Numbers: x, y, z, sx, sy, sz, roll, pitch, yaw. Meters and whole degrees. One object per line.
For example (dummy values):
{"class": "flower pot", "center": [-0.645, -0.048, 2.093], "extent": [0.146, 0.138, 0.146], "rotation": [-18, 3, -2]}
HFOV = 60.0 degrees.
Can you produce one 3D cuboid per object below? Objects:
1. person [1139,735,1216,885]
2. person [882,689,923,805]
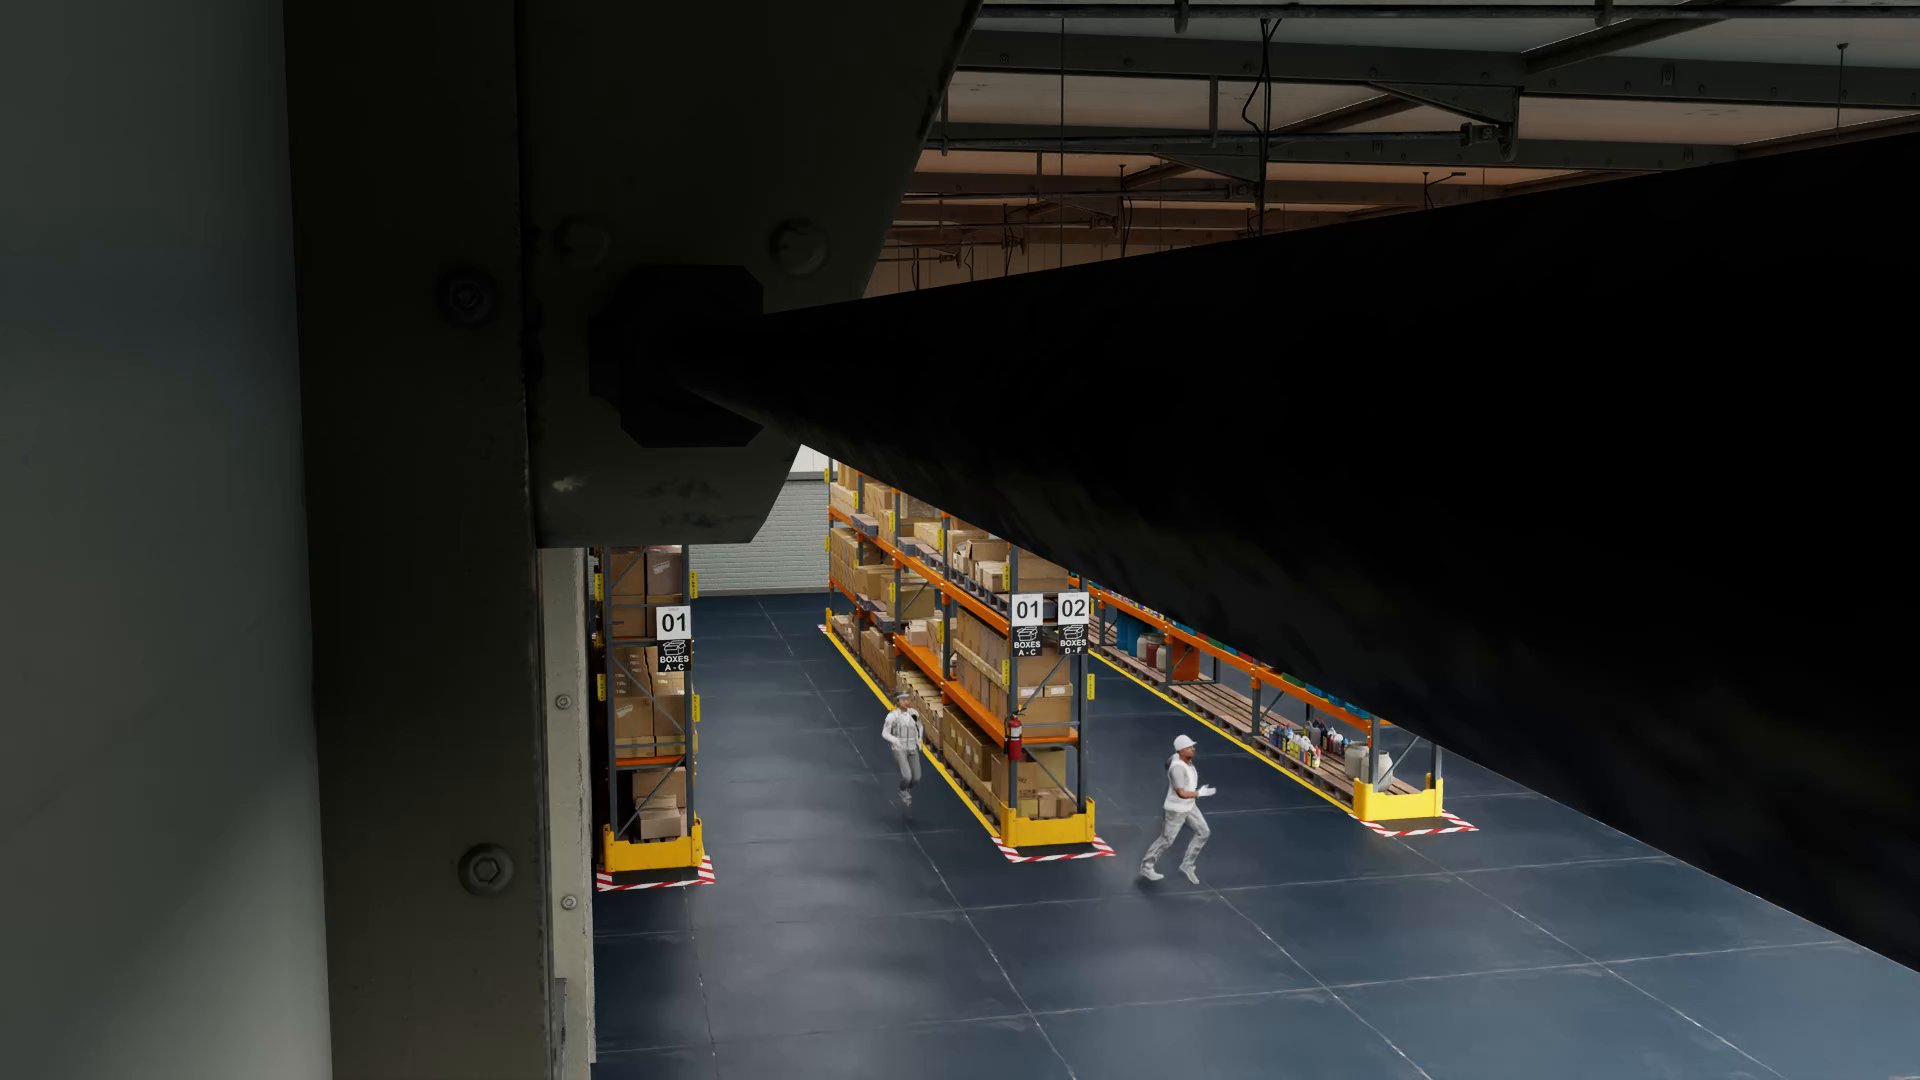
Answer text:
{"class": "person", "center": [2.569, 3.147, 19.421], "extent": [0.897, 1.801, 0.697], "rotation": [3, 7, 23]}
{"class": "person", "center": [-0.714, 2.778, 22.060], "extent": [0.609, 1.628, 0.524], "rotation": [-3, 7, -21]}
